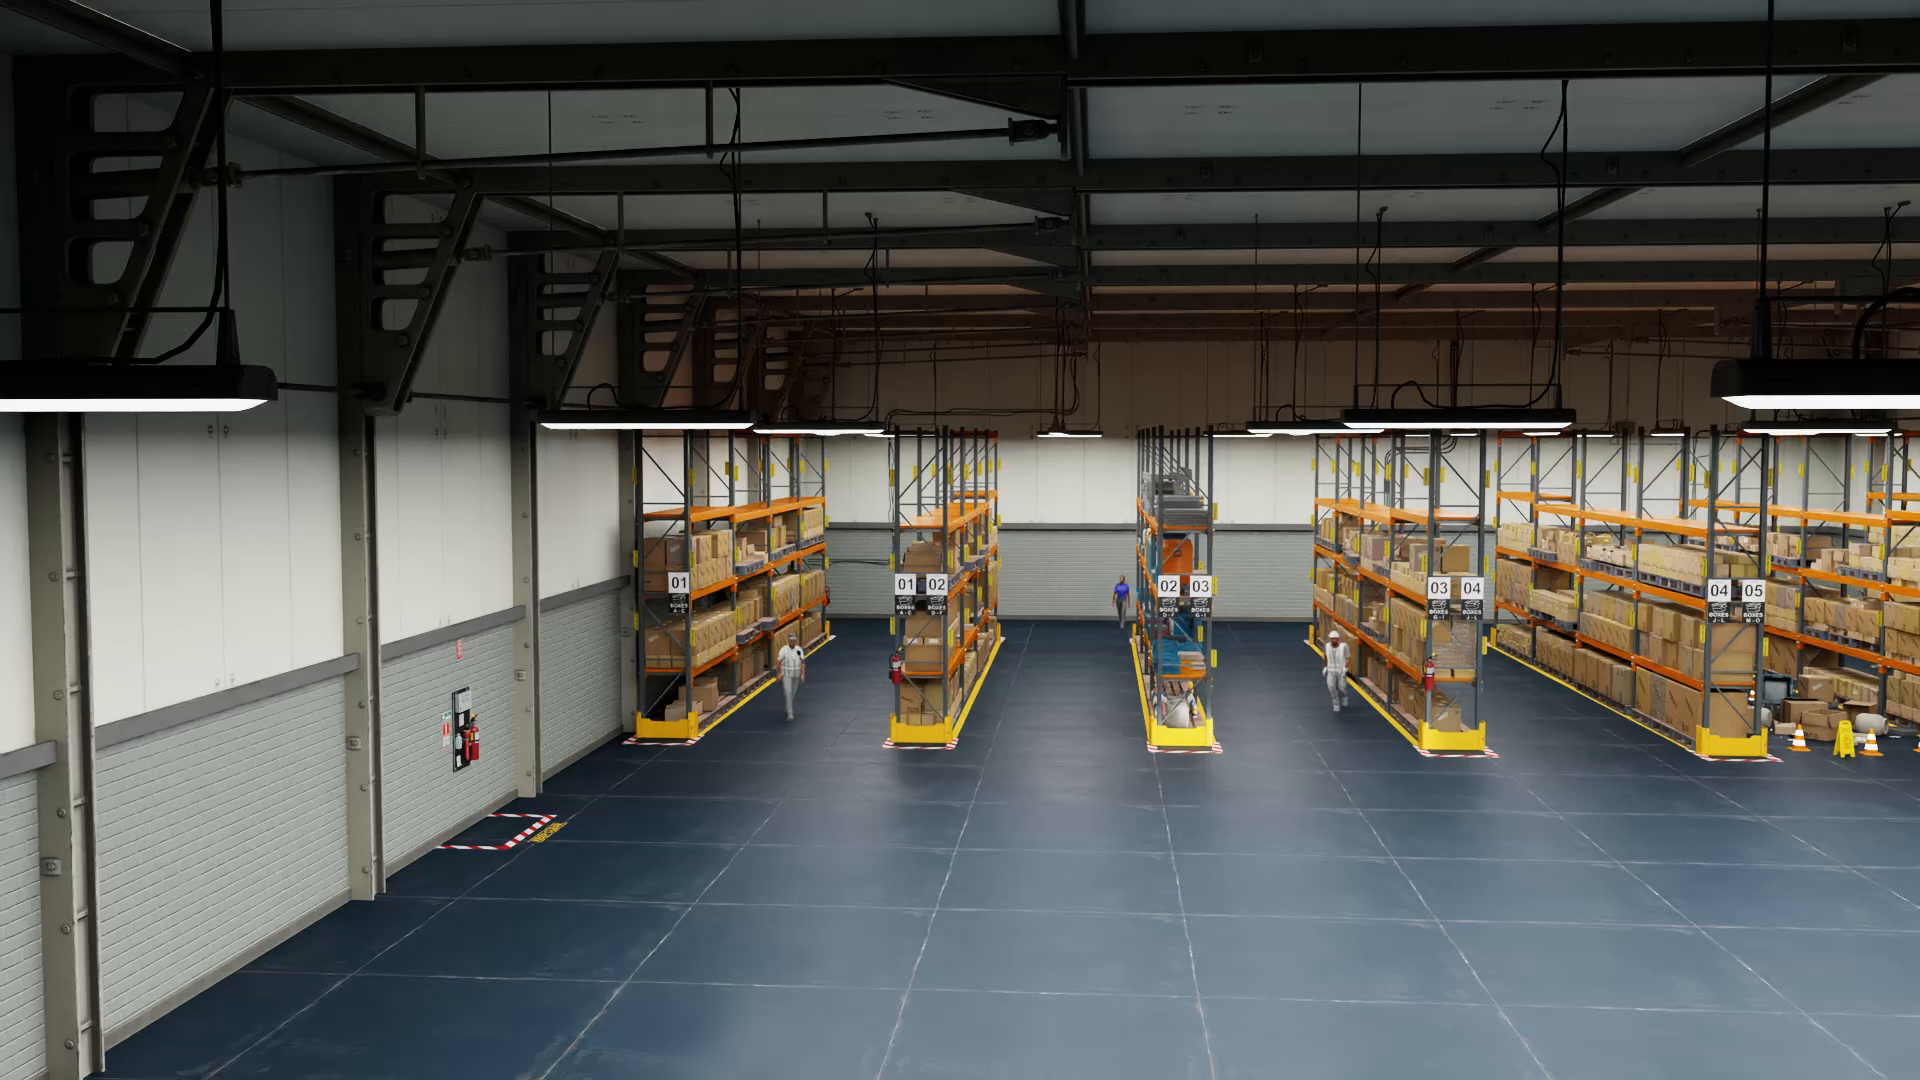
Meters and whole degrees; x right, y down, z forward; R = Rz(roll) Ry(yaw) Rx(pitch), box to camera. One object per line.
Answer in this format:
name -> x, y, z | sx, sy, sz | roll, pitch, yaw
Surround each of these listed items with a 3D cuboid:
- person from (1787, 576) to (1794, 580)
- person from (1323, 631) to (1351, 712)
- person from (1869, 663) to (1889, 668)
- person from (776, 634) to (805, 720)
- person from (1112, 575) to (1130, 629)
person -> 24.254, 1.912, 48.511 | 0.766, 1.759, 0.581 | -1, 3, -9
person -> 8.001, 2.759, 35.317 | 0.611, 1.695, 0.790 | 2, 4, 25
person -> 23.269, 2.434, 41.769 | 0.407, 1.614, 0.640 | -1, 4, -20
person -> -3.469, 2.783, 34.279 | 0.571, 1.708, 0.938 | -2, 4, -33
person -> 4.883, 1.874, 50.429 | 0.494, 1.600, 1.005 | 1, 4, 15
